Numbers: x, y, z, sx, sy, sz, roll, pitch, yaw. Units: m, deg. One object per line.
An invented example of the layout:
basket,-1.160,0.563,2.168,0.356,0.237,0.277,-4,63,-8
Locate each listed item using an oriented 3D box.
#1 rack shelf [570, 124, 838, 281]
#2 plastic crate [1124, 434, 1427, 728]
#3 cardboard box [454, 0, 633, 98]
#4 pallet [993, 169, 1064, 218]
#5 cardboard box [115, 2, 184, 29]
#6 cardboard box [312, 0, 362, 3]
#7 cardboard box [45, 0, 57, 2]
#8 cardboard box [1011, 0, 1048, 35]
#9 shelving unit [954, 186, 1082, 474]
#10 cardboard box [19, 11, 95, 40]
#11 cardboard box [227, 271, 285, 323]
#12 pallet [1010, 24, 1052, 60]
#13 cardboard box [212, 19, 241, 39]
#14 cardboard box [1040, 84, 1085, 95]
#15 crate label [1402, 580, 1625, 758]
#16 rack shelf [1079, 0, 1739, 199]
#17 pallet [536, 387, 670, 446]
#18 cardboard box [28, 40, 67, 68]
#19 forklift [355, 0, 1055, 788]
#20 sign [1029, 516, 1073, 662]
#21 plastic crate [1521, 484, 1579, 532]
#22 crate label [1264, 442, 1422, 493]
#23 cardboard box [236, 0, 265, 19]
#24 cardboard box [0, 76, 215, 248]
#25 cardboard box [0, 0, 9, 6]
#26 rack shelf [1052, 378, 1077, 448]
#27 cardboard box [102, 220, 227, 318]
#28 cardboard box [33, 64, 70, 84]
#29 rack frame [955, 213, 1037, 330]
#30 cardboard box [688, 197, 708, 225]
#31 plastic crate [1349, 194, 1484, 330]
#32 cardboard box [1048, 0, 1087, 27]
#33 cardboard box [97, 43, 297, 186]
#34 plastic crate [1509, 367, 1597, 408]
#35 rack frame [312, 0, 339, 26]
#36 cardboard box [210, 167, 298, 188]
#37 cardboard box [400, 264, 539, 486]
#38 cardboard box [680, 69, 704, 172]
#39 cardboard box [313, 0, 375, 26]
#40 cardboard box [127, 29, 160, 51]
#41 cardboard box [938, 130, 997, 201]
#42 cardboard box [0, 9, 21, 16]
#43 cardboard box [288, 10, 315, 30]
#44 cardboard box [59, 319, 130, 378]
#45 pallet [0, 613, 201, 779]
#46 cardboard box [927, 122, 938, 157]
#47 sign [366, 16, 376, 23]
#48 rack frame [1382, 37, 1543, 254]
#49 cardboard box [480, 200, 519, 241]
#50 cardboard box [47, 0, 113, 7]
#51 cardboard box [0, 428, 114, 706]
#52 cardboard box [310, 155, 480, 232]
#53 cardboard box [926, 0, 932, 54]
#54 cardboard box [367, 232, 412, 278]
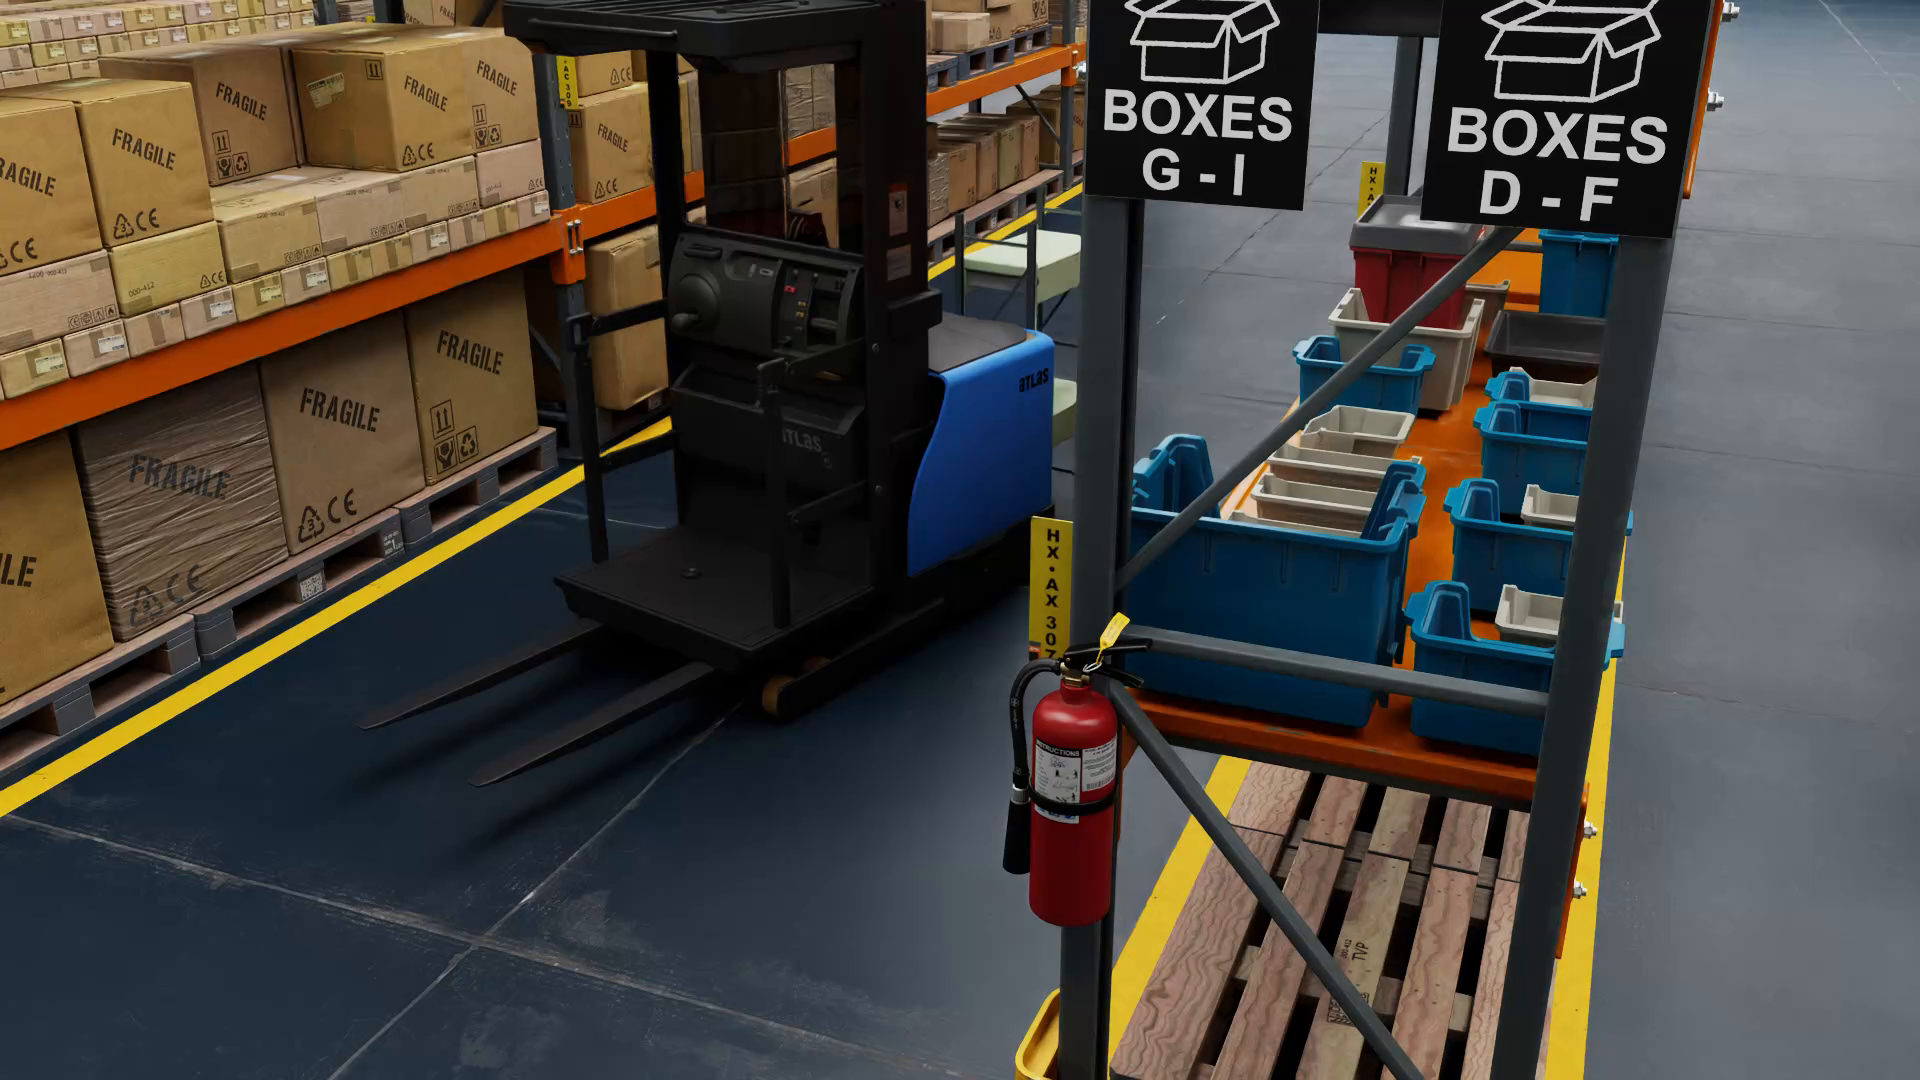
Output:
rack shelf,-1.663,-2.266,10.218,1.077,0.370,4.000,9,24,20
plastic crate,0.658,0.067,3.573,0.616,0.435,0.499,9,24,20
cardboard box,-2.177,-2.621,8.703,0.797,0.503,0.637,8,24,19
pallet,0.278,-3.180,15.089,1.003,0.211,1.213,9,24,20
cardboard box,-5.727,-3.709,11.748,0.380,0.149,0.250,10,25,23
cardboard box,-5.312,-4.727,13.748,0.700,0.500,0.500,9,24,20
cardboard box,-9.183,-5.472,16.739,0.380,0.149,0.250,10,25,22
cardboard box,0.140,-4.952,14.390,1.000,1.000,1.000,9,24,20
shelving unit,0.346,-0.819,7.765,0.431,1.500,0.755,13,26,29
cardboard box,-6.015,-3.429,11.077,0.380,0.149,0.250,9,24,20
cardboard box,-2.884,-0.966,6.496,0.380,0.149,0.250,8,24,19
pallet,0.147,-4.404,14.651,1.003,0.211,1.213,9,24,20
cardboard box,-5.535,-3.754,12.240,0.380,0.149,0.250,9,24,20
cardboard box,1.115,-4.363,17.001,0.500,0.500,0.500,7,24,15
crate label,1.104,0.266,3.360,0.416,0.233,0.303,9,24,20
rack shelf,1.450,-1.510,4.515,1.077,0.370,4.000,9,24,20
pallet,-2.189,-0.883,9.590,1.003,0.211,1.213,9,24,20
cardboard box,-6.114,-3.198,10.909,0.380,0.149,0.250,8,24,18
forklift,-0.878,-0.902,6.107,1.130,2.935,3.031,16,28,34
sign,0.190,0.110,3.384,0.100,0.325,0.005,9,24,20
plastic crate,1.552,-0.035,4.207,0.250,0.136,0.298,9,24,20
crate label,1.043,-0.171,4.531,0.396,0.136,0.243,9,24,20
cardboard box,-5.437,-3.988,12.416,0.380,0.149,0.250,10,25,22
cardboard box,-3.090,-1.364,5.959,0.500,0.500,0.500,8,24,19
cardboard box,-9.426,-5.184,16.049,0.380,0.149,0.250,9,24,20
rack shelf,0.346,-0.518,7.891,0.431,0.370,0.720,13,26,29
cardboard box,-3.086,-1.019,6.106,0.500,0.250,0.500,8,24,18
cardboard box,-6.112,-3.061,10.967,0.380,0.149,0.250,9,24,21
rack frame,0.153,-0.699,7.478,0.400,1.500,0.023,13,26,29
cardboard box,-1.856,-1.648,10.015,1.225,0.875,0.875,8,24,18
plastic crate,1.628,-0.947,5.965,0.402,0.464,0.583,9,24,20
cardboard box,0.790,-5.081,15.507,0.875,0.500,0.500,9,24,20
cardboard box,-3.200,-1.800,7.003,0.500,0.500,0.500,8,24,18
plastic crate,1.825,-0.413,5.112,0.293,0.136,0.466,9,24,20
rack frame,-5.488,-4.060,13.579,1.000,3.000,0.127,9,24,20
cardboard box,-3.200,-1.457,7.154,0.500,0.250,0.500,9,24,21
cardboard box,-2.726,-0.871,8.156,0.875,0.875,0.875,9,24,20
cardboard box,-1.631,-2.417,9.514,0.500,0.500,0.500,8,24,19
cardboard box,-5.070,-4.229,13.852,0.500,0.500,0.500,9,24,21
cardboard box,-5.821,-3.479,11.583,0.380,0.149,0.250,8,24,19
cardboard box,-0.085,-3.210,14.216,0.700,0.500,0.500,7,24,15
cardboard box,-6.617,-3.523,11.301,0.380,0.149,0.250,8,24,18
cardboard box,-5.249,-4.034,12.910,0.380,0.149,0.250,9,24,21
cardboard box,-3.169,-0.692,5.842,0.380,0.149,0.250,8,24,19
pallet,-3.668,0.538,6.188,1.003,0.211,1.213,9,24,20
cardboard box,-0.512,-3.145,13.087,0.500,0.250,0.500,12,25,26
sign,-2.914,-2.455,8.335,0.100,0.325,0.005,9,24,20
rack frame,2.192,-1.174,6.668,1.000,3.000,0.127,9,24,20
cardboard box,-2.311,-1.518,7.819,0.380,0.149,0.250,9,24,21
cardboard box,-6.326,-3.805,11.976,0.380,0.149,0.250,10,25,22
cardboard box,-3.728,0.095,5.843,0.875,0.875,0.875,9,24,20
cardboard box,-2.516,-1.570,7.425,0.500,0.250,0.500,10,24,22
cardboard box,-0.642,-3.967,12.681,0.700,0.500,0.500,13,26,28
cardboard box,-2.597,-1.242,7.159,0.380,0.149,0.250,9,24,21
